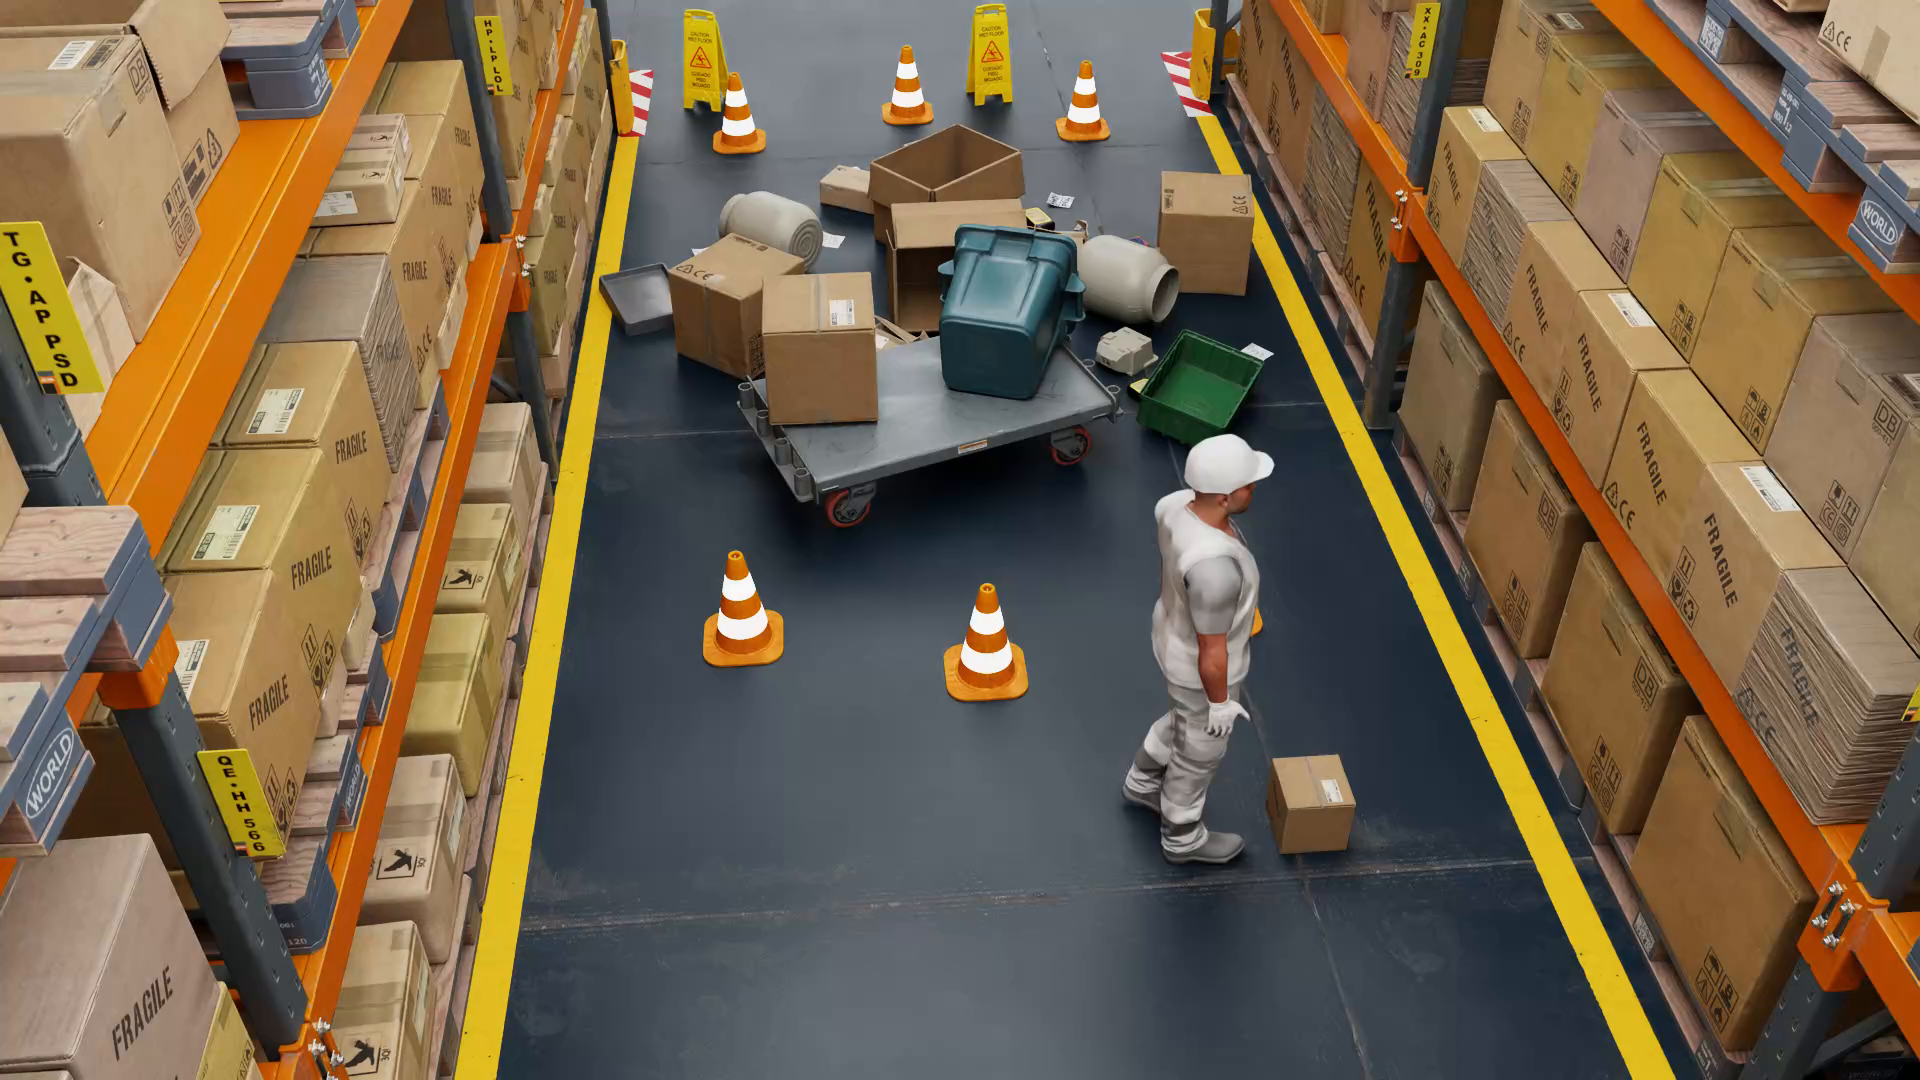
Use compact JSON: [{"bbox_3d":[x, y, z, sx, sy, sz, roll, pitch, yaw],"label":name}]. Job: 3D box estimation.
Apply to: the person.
[{"bbox_3d":[0.831,0.406,5.633,0.414,1.808,0.550,-3,39,-4],"label":"person"}]
